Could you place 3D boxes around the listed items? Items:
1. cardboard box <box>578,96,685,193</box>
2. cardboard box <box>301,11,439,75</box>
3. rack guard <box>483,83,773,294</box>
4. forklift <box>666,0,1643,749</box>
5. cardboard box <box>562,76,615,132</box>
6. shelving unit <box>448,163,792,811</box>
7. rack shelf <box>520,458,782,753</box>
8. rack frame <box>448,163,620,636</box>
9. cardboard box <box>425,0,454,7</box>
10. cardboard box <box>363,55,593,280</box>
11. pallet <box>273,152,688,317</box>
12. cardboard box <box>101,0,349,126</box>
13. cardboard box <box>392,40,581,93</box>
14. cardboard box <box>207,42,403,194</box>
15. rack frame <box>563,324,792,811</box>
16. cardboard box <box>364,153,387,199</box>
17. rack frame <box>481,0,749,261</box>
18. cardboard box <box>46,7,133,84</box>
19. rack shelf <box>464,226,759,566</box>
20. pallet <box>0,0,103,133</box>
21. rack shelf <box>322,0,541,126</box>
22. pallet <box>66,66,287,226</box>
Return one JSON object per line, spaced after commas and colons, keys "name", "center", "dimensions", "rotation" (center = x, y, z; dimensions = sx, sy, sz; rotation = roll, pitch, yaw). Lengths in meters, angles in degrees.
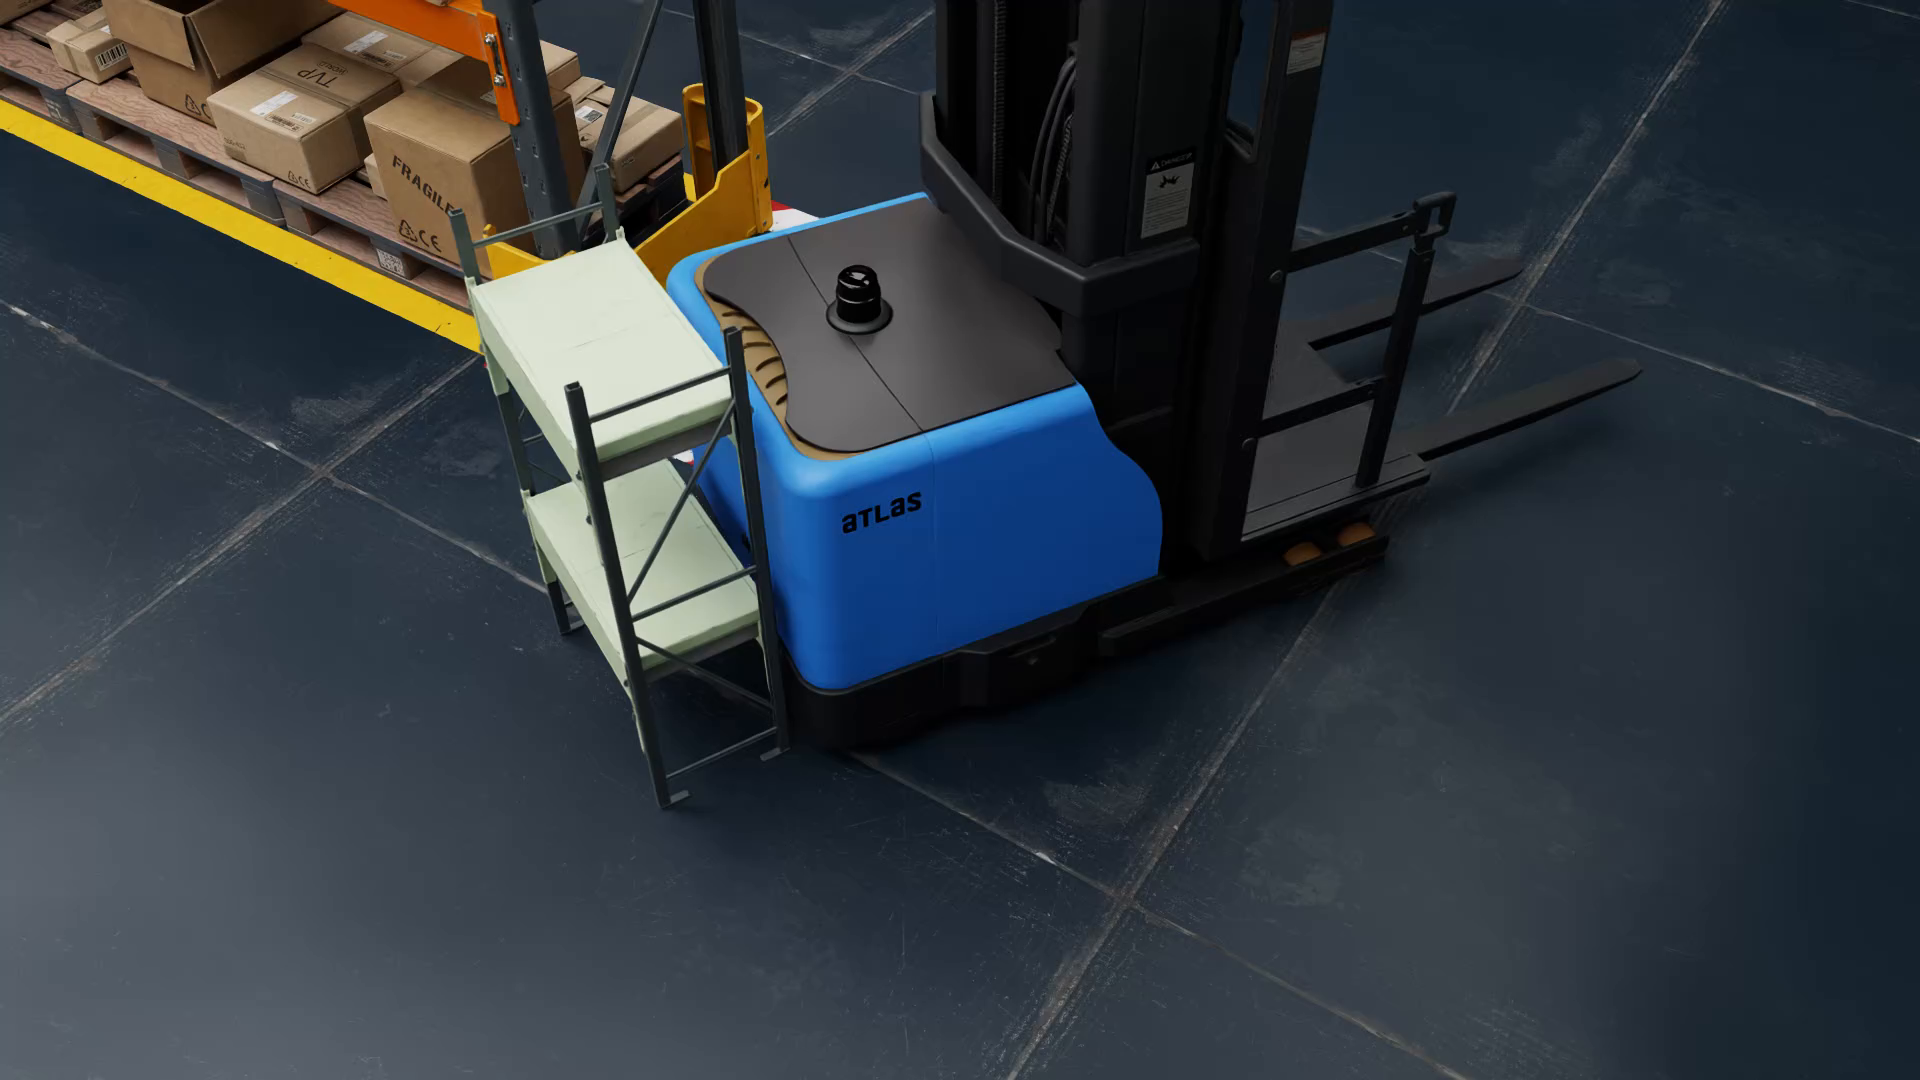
{"name": "cardboard box", "center": [-1.262, -1.501, 6.298], "dimensions": [0.250, 0.149, 0.380], "rotation": [25, 51, 22]}
{"name": "cardboard box", "center": [-2.241, -1.936, 6.650], "dimensions": [0.500, 0.250, 0.500], "rotation": [25, 51, 22]}
{"name": "rack guard", "center": [-1.159, -1.130, 6.000], "dimensions": [0.348, 0.500, 1.175], "rotation": [25, 51, 22]}
{"name": "forklift", "center": [0.748, -1.177, 4.350], "dimensions": [3.031, 2.935, 1.130], "rotation": [-19, 49, -18]}
{"name": "cardboard box", "center": [-1.472, -1.604, 6.386], "dimensions": [0.250, 0.166, 0.380], "rotation": [25, 51, 22]}
{"name": "shelving unit", "center": [-0.839, -0.091, 4.293], "dimensions": [0.431, 1.500, 0.755], "rotation": [-23, 50, -21]}
{"name": "rack shelf", "center": [-0.839, 0.136, 4.526], "dimensions": [0.431, 0.370, 0.720], "rotation": [-23, 50, -21]}
{"name": "rack frame", "center": [-1.028, -0.316, 4.511], "dimensions": [0.400, 1.500, 0.023], "rotation": [-23, 50, -21]}
{"name": "cardboard box", "center": [-1.619, -2.016, 5.047], "dimensions": [0.500, 0.500, 0.500], "rotation": [26, 51, 23]}
{"name": "cardboard box", "center": [-1.685, -1.316, 5.873], "dimensions": [0.500, 0.500, 0.500], "rotation": [25, 51, 22]}
{"name": "pallet", "center": [-1.830, -1.337, 6.403], "dimensions": [1.213, 0.211, 1.003], "rotation": [25, 51, 22]}
{"name": "cardboard box", "center": [-2.878, -2.079, 6.613], "dimensions": [0.637, 0.503, 0.797], "rotation": [25, 51, 22]}
{"name": "cardboard box", "center": [-1.820, -1.742, 6.462], "dimensions": [0.500, 0.250, 0.500], "rotation": [25, 51, 22]}
{"name": "cardboard box", "center": [-2.469, -1.615, 6.338], "dimensions": [0.500, 0.250, 0.500], "rotation": [25, 51, 22]}
{"name": "rack frame", "center": [-0.651, 0.134, 4.074], "dimensions": [0.400, 1.500, 0.023], "rotation": [-23, 50, -21]}
{"name": "cardboard box", "center": [-1.978, -1.411, 6.198], "dimensions": [0.250, 0.166, 0.380], "rotation": [25, 51, 22]}
{"name": "rack frame", "center": [-1.095, -1.972, 5.074], "dimensions": [0.127, 3.000, 1.000], "rotation": [25, 51, 22]}
{"name": "cardboard box", "center": [-3.492, -2.064, 6.833], "dimensions": [0.250, 0.166, 0.380], "rotation": [25, 51, 22]}
{"name": "rack shelf", "center": [-0.839, -0.363, 4.013], "dimensions": [0.431, 0.370, 0.720], "rotation": [-23, 50, -21]}
{"name": "pallet", "center": [-3.884, -2.282, 7.321], "dimensions": [1.213, 0.211, 1.003], "rotation": [25, 51, 22]}
{"name": "rack shelf", "center": [-2.778, -2.495, 6.085], "dimensions": [4.000, 0.370, 1.077], "rotation": [25, 51, 22]}
{"name": "pallet", "center": [-2.853, -1.810, 6.862], "dimensions": [1.213, 0.211, 1.003], "rotation": [25, 51, 22]}
